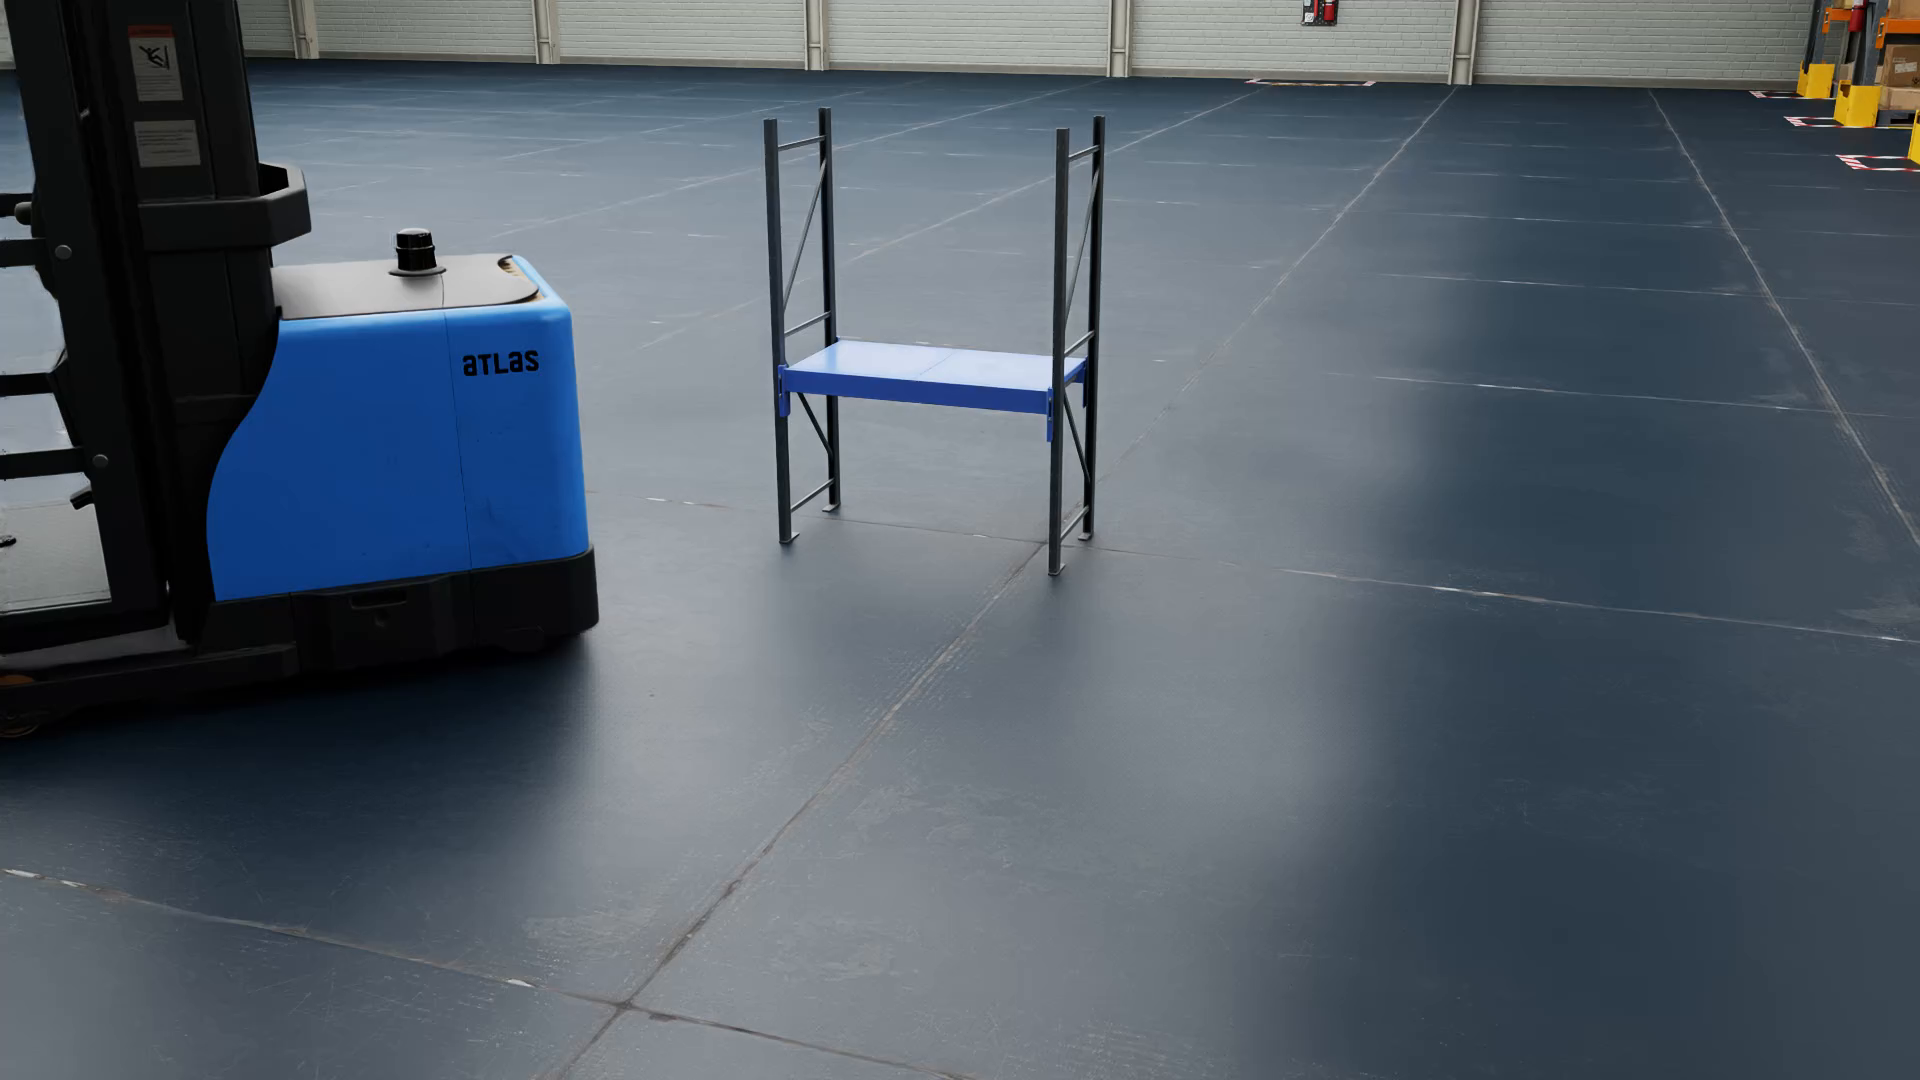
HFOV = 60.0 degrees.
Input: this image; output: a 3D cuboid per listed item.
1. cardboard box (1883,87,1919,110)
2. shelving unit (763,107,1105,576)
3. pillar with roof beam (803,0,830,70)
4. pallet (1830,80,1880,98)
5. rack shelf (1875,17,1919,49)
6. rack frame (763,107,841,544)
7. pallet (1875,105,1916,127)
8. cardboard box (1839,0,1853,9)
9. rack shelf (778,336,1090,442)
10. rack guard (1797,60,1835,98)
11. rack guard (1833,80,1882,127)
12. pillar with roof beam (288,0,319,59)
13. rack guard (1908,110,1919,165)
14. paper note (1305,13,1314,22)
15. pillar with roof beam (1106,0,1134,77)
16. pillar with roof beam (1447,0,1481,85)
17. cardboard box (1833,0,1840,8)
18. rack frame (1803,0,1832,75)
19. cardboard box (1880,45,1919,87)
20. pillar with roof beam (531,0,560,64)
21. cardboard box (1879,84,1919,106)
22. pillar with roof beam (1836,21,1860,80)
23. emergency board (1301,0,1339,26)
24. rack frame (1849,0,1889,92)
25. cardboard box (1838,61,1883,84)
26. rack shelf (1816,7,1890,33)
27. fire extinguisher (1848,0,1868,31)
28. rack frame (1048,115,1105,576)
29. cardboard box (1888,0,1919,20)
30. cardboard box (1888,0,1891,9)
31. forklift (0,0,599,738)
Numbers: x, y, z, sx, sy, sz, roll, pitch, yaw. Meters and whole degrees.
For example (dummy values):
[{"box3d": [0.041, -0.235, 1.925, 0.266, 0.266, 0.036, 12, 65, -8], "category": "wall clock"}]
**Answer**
[{"box3d": [12.107, -5.626, 21.199, 0.500, 0.250, 0.500, 7, 20, 18], "category": "cardboard box"}, {"box3d": [-0.081, -0.717, 5.856, 1.048, 1.500, 0.538, 7, 20, 18], "category": "shelving unit"}, {"box3d": [-4.175, -12.026, 26.905, 0.400, 9.000, 9.100, 7, 20, 18], "category": "pillar with roof beam"}, {"box3d": [14.124, -6.970, 25.753, 1.213, 0.211, 1.003, 7, 20, 18], "category": "pallet"}, {"box3d": [13.563, -6.298, 20.679, 4.000, 0.370, 1.077, 7, 20, 18], "category": "rack shelf"}, {"box3d": [-0.561, -0.772, 6.013, 0.032, 1.500, 0.500, 7, 20, 18], "category": "rack frame"}, {"box3d": [12.410, -5.467, 21.440, 1.213, 0.211, 1.003, 7, 20, 18], "category": "pallet"}, {"box3d": [13.653, -8.181, 25.187, 0.500, 0.250, 0.500, 6, 20, 16], "category": "cardboard box"}, {"box3d": [-0.081, -0.548, 5.915, 1.000, 0.185, 0.538, 7, 20, 18], "category": "rack shelf"}, {"box3d": [13.368, -7.206, 25.988, 0.348, 0.500, 1.175, 7, 20, 18], "category": "rack guard"}, {"box3d": [11.651, -5.676, 21.599, 0.348, 0.500, 1.175, 7, 20, 18], "category": "rack guard"}, {"box3d": [-15.510, -13.322, 30.624, 0.400, 9.000, 9.100, 7, 20, 18], "category": "pillar with roof beam"}, {"box3d": [10.132, -4.140, 17.193, 0.348, 0.500, 1.175, 7, 20, 18], "category": "rack guard"}, {"box3d": [6.107, -9.139, 29.076, 0.142, 0.148, 0.016, 7, 20, 18], "category": "paper note"}, {"box3d": [1.493, -11.378, 25.046, 0.400, 9.000, 9.100, 7, 20, 18], "category": "pillar with roof beam"}, {"box3d": [7.161, -10.730, 23.187, 0.400, 9.000, 9.100, 7, 20, 18], "category": "pillar with roof beam"}, {"box3d": [13.801, -8.343, 25.650, 0.500, 0.250, 0.500, 7, 20, 19], "category": "cardboard box"}, {"box3d": [13.296, -8.394, 25.600, 0.127, 3.000, 1.000, 7, 20, 18], "category": "rack frame"}, {"box3d": [12.278, -6.142, 21.540, 0.500, 0.500, 0.500, 7, 20, 18], "category": "cardboard box"}, {"box3d": [-9.843, -12.674, 28.765, 0.400, 9.000, 9.100, 7, 20, 18], "category": "pillar with roof beam"}, {"box3d": [12.277, -5.787, 21.661, 0.500, 0.250, 0.500, 7, 20, 18], "category": "cardboard box"}, {"box3d": [12.828, -10.082, 21.328, 0.400, 9.000, 9.100, 7, 20, 18], "category": "pillar with roof beam"}, {"box3d": [6.251, -9.514, 28.814, 0.643, 1.169, 0.194, 7, 20, 18], "category": "emergency board"}, {"box3d": [11.674, -6.854, 21.181, 0.127, 3.000, 1.000, 7, 20, 18], "category": "rack frame"}, {"box3d": [13.920, -7.230, 25.676, 0.500, 0.311, 0.500, 4, 20, 12], "category": "cardboard box"}, {"box3d": [15.185, -7.838, 25.099, 4.000, 0.370, 1.077, 7, 20, 18], "category": "rack shelf"}, {"box3d": [11.715, -6.974, 21.644, 0.183, 0.674, 0.296, 7, 20, 18], "category": "fire extinguisher"}, {"box3d": [0.400, -0.663, 5.698, 0.032, 1.500, 0.500, 7, 20, 18], "category": "rack frame"}, {"box3d": [12.111, -6.846, 21.008, 0.500, 0.500, 0.700, 7, 20, 18], "category": "cardboard box"}, {"box3d": [14.148, -8.130, 25.039, 0.500, 0.250, 0.500, 6, 20, 16], "category": "cardboard box"}, {"box3d": [-2.685, -1.019, 4.546, 3.031, 2.935, 1.130, -7, 21, -20], "category": "forklift"}]
